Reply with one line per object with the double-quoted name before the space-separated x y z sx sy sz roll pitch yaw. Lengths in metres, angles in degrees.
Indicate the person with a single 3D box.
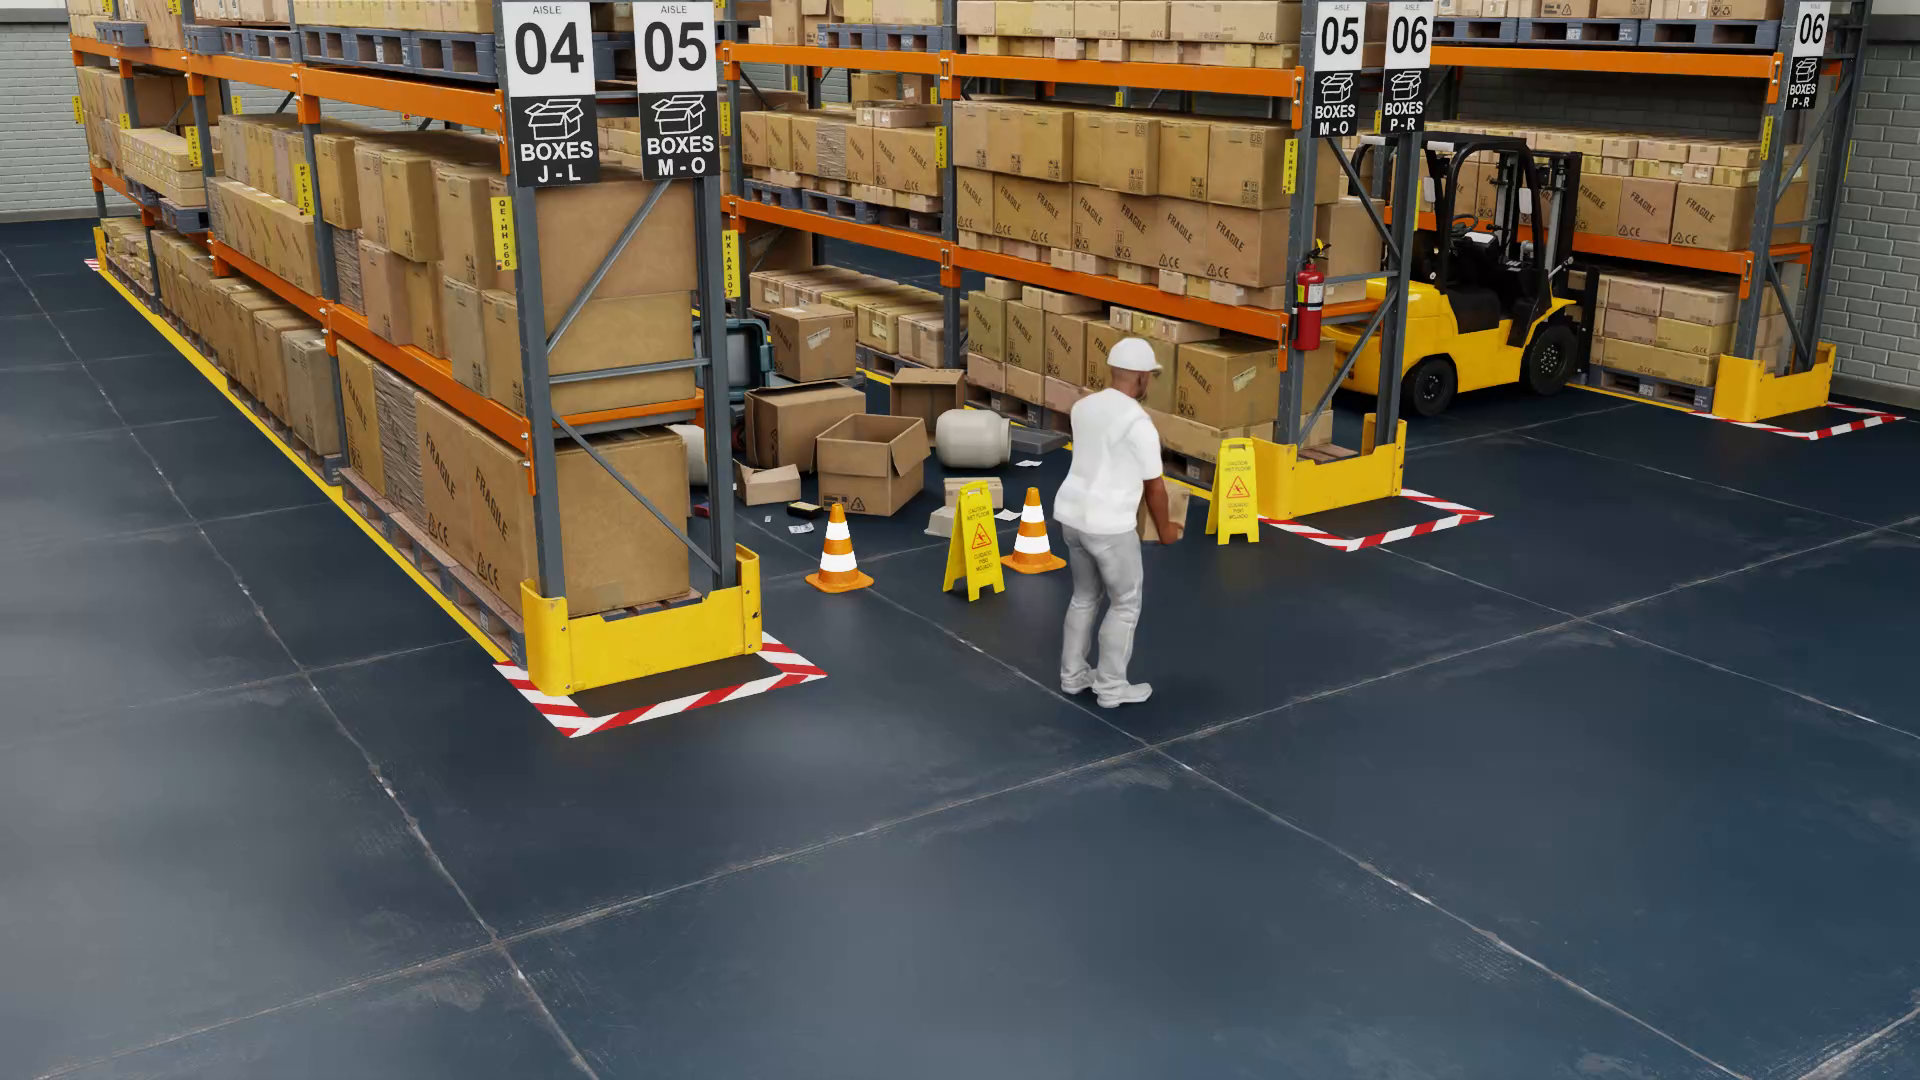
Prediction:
"person" 0.739 -0.092 7.845 0.600 1.736 0.497 -12 21 -32
